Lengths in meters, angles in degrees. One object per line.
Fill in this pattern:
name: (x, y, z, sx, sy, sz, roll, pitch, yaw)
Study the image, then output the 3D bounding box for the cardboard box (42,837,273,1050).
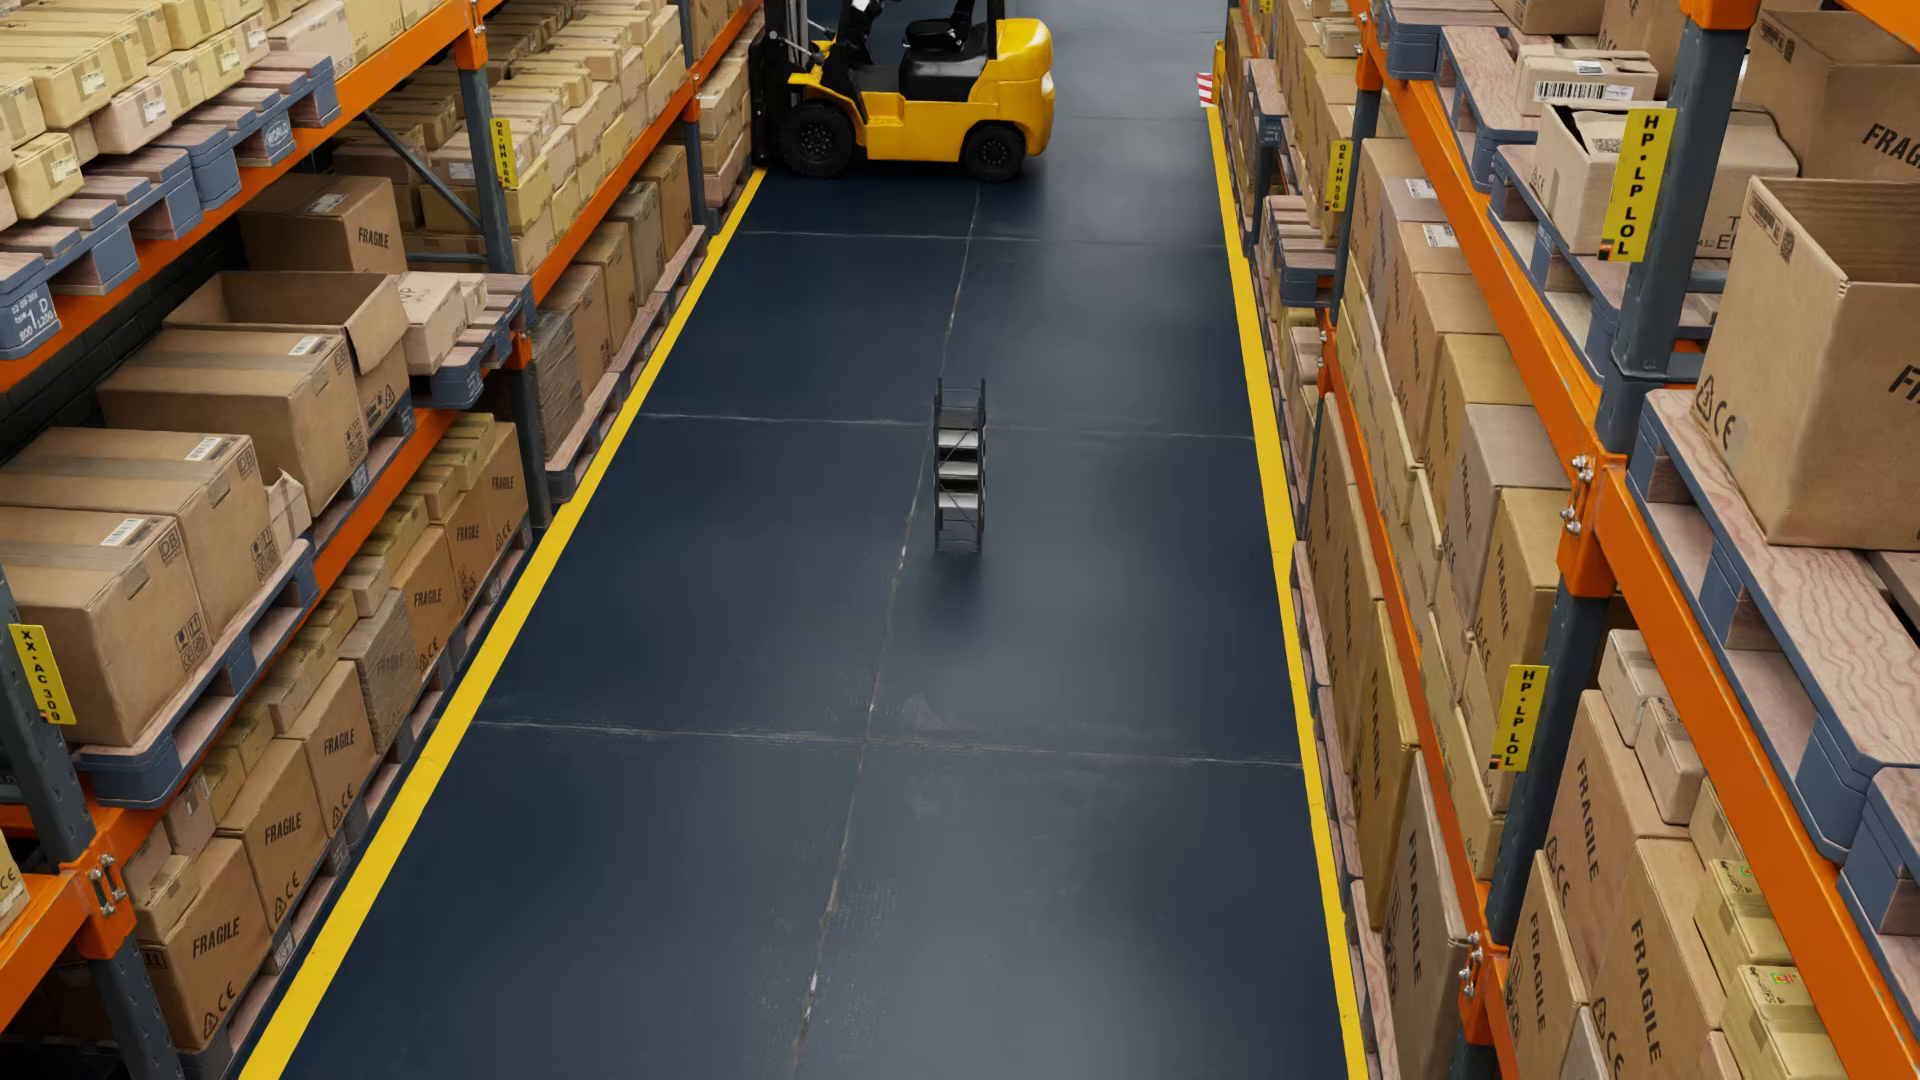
cardboard box: (-2.750, 1.355, 5.675, 0.500, 0.500, 0.500, 4, 32, 6)

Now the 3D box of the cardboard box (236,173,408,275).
cardboard box: (-2.885, -1.338, 7.566, 0.500, 0.500, 0.500, 4, 32, 6)

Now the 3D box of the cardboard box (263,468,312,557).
cardboard box: (-2.518, -0.119, 5.811, 0.396, 0.266, 0.258, 4, 32, 6)

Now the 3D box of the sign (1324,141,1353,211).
sign: (1.718, -1.646, 7.534, 0.100, 0.325, 0.005, 2, 32, 4)

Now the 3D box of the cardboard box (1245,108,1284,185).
cardboard box: (2.366, -2.908, 12.116, 0.500, 0.500, 0.500, 2, 32, 3)

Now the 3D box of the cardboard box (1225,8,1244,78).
cardboard box: (2.569, -4.257, 14.304, 0.500, 0.500, 0.500, 1, 32, 2)

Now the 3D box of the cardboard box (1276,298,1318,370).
cardboard box: (2.435, -1.306, 10.115, 0.950, 0.372, 0.625, 3, 32, 6)

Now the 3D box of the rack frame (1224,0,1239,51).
rack frame: (2.911, -5.352, 14.575, 1.000, 3.000, 0.127, 2, 32, 4)

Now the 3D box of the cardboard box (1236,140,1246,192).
cardboard box: (2.399, -2.868, 12.765, 0.500, 0.250, 0.500, 2, 32, 3)

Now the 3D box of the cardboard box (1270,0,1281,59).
cardboard box: (2.262, -3.375, 10.589, 0.500, 0.500, 0.500, 3, 32, 5)

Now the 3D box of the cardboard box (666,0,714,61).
cardboard box: (-2.065, -3.734, 11.854, 0.500, 0.500, 0.500, 2, 32, 3)

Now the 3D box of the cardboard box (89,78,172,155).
cardboard box: (-2.508, -1.217, 4.750, 0.380, 0.149, 0.250, 3, 32, 5)

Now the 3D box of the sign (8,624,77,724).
sign: (-2.472, 0.364, 4.476, 0.100, 0.325, 0.005, 2, 32, 4)

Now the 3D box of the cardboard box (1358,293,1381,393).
cardboard box: (1.929, -0.793, 6.844, 0.500, 0.250, 0.500, 3, 32, 5)

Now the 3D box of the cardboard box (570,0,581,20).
cardboard box: (-2.678, -3.476, 10.818, 0.380, 0.149, 0.250, 1, 32, 2)

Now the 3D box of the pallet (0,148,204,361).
pallet: (-2.890, -0.822, 4.545, 1.213, 0.211, 1.003, 2, 32, 4)

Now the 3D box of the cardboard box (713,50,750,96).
cardboard box: (-1.929, -3.671, 13.116, 0.500, 0.250, 0.500, 3, 32, 6)

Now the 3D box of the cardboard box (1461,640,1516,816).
cardboard box: (1.728, 0.533, 4.692, 0.500, 0.250, 0.500, 2, 32, 4)

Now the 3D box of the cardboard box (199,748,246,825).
cardboard box: (-2.764, 0.863, 5.854, 0.380, 0.149, 0.250, 1, 32, 1)

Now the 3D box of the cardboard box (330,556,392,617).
cardboard box: (-2.611, 0.192, 6.944, 0.380, 0.149, 0.250, 1, 32, 2)

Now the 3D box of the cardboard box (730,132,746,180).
cardboard box: (-1.966, -2.983, 12.953, 0.500, 0.250, 0.500, 2, 32, 3)

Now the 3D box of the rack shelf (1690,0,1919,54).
rack shelf: (1.772, -0.109, 1.416, 1.077, 0.370, 4.000, 2, 32, 4)

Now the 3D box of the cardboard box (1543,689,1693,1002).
cardboard box: (1.654, 0.693, 3.717, 0.500, 0.500, 0.500, 3, 32, 4)

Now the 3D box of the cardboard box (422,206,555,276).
cardboard box: (-2.408, -1.536, 8.527, 0.500, 0.250, 0.500, 3, 32, 4)

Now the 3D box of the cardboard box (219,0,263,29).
cardboard box: (-2.485, -1.750, 5.332, 0.380, 0.149, 0.250, 3, 32, 4)

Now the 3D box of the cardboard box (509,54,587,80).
cardboard box: (-2.349, -2.667, 9.505, 0.380, 0.149, 0.250, 2, 32, 4)

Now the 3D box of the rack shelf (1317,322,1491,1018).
rack shelf: (2.097, 0.183, 6.279, 1.077, 0.370, 4.000, 2, 32, 4)

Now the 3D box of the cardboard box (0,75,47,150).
cardboard box: (-2.601, -1.085, 4.253, 0.380, 0.149, 0.250, 3, 32, 5)

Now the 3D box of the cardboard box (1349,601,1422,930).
cardboard box: (1.971, 0.848, 6.139, 0.875, 0.875, 0.875, 3, 32, 5)

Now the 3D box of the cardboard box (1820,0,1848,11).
cardboard box: (7.864, -4.110, 14.185, 0.875, 0.875, 0.875, 3, 32, 4)

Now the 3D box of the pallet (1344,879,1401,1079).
pallet: (1.922, 1.703, 5.785, 1.003, 0.211, 1.213, 2, 32, 4)

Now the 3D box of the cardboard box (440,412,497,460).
cardboard box: (-2.475, -0.500, 8.067, 0.380, 0.149, 0.250, 1, 32, 2)

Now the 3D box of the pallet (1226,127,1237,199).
pallet: (2.702, -3.065, 13.523, 1.003, 0.211, 1.213, 2, 32, 4)

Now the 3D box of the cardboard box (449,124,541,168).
cardboard box: (-2.348, -1.991, 8.408, 0.380, 0.149, 0.250, 3, 32, 5)

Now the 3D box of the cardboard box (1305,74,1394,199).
cardboard box: (2.051, -2.037, 8.417, 0.500, 0.500, 0.500, 2, 32, 3)

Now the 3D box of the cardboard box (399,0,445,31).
cardboard box: (-2.487, -2.313, 6.928, 0.500, 0.250, 0.500, 1, 32, 2)

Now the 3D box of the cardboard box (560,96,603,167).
cardboard box: (-2.305, -2.284, 9.263, 0.500, 0.250, 0.500, 2, 32, 3)

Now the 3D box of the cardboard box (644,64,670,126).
cardboard box: (-2.178, -2.869, 10.689, 0.500, 0.250, 0.500, 2, 32, 4)

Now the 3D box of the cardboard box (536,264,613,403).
cardboard box: (-2.578, -1.214, 9.724, 0.875, 0.625, 0.625, 3, 32, 6)

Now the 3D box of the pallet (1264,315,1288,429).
pallet: (2.427, -1.026, 10.214, 1.003, 0.211, 1.213, 2, 32, 4)

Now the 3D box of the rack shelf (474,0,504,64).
rack shelf: (-2.525, -3.395, 9.227, 1.077, 0.370, 4.000, 2, 32, 4)

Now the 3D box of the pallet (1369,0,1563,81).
pallet: (2.260, -2.026, 6.500, 1.213, 0.211, 1.003, 4, 32, 6)

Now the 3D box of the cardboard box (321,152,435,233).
cardboard box: (-2.928, -1.774, 8.437, 0.500, 0.250, 0.500, 3, 32, 5)

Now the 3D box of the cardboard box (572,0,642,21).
cardboard box: (-2.244, -3.339, 10.596, 0.380, 0.149, 0.250, 2, 32, 4)

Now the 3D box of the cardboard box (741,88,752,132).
cardboard box: (-1.923, -3.457, 13.244, 0.500, 0.250, 0.500, 2, 32, 4)

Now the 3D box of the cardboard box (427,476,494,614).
cardboard box: (-2.559, -0.002, 7.876, 0.500, 0.500, 0.500, 2, 32, 3)

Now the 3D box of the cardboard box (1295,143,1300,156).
cardboard box: (2.099, -2.235, 9.358, 0.380, 0.149, 0.250, 1, 32, 2)

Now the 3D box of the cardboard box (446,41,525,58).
cardboard box: (-2.775, -2.819, 9.752, 0.380, 0.149, 0.250, 3, 32, 4)

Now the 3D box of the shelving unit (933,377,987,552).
shelving unit: (-0.001, -0.379, 8.507, 0.258, 0.900, 0.210, 2, 32, 4)

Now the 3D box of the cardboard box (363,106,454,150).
cardboard box: (-2.871, -2.151, 8.667, 0.380, 0.149, 0.250, 2, 32, 4)

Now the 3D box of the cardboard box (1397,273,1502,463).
cardboard box: (1.843, -0.596, 5.810, 0.500, 0.500, 0.500, 3, 32, 5)

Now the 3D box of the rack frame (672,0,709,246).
rack frame: (-2.362, -3.470, 11.522, 1.000, 3.000, 0.127, 2, 32, 4)

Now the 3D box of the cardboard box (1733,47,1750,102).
cardboard box: (2.432, -1.416, 5.057, 0.396, 0.266, 0.258, 5, 32, 8)

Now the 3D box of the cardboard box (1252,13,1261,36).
cardboard box: (2.388, -3.866, 12.403, 0.380, 0.149, 0.250, 2, 32, 3)

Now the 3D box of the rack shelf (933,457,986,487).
rack shelf: (-0.001, -0.350, 8.525, 0.258, 0.077, 0.200, 2, 32, 4)

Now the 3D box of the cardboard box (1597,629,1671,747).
cardboard box: (1.650, 0.333, 3.685, 0.380, 0.149, 0.250, 2, 32, 3)

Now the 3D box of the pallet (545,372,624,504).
pallet: (-2.582, -0.620, 9.555, 1.003, 0.211, 1.213, 2, 32, 4)

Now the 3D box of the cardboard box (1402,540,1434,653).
cardboard box: (1.822, 0.212, 5.689, 0.500, 0.250, 0.500, 2, 32, 3)
